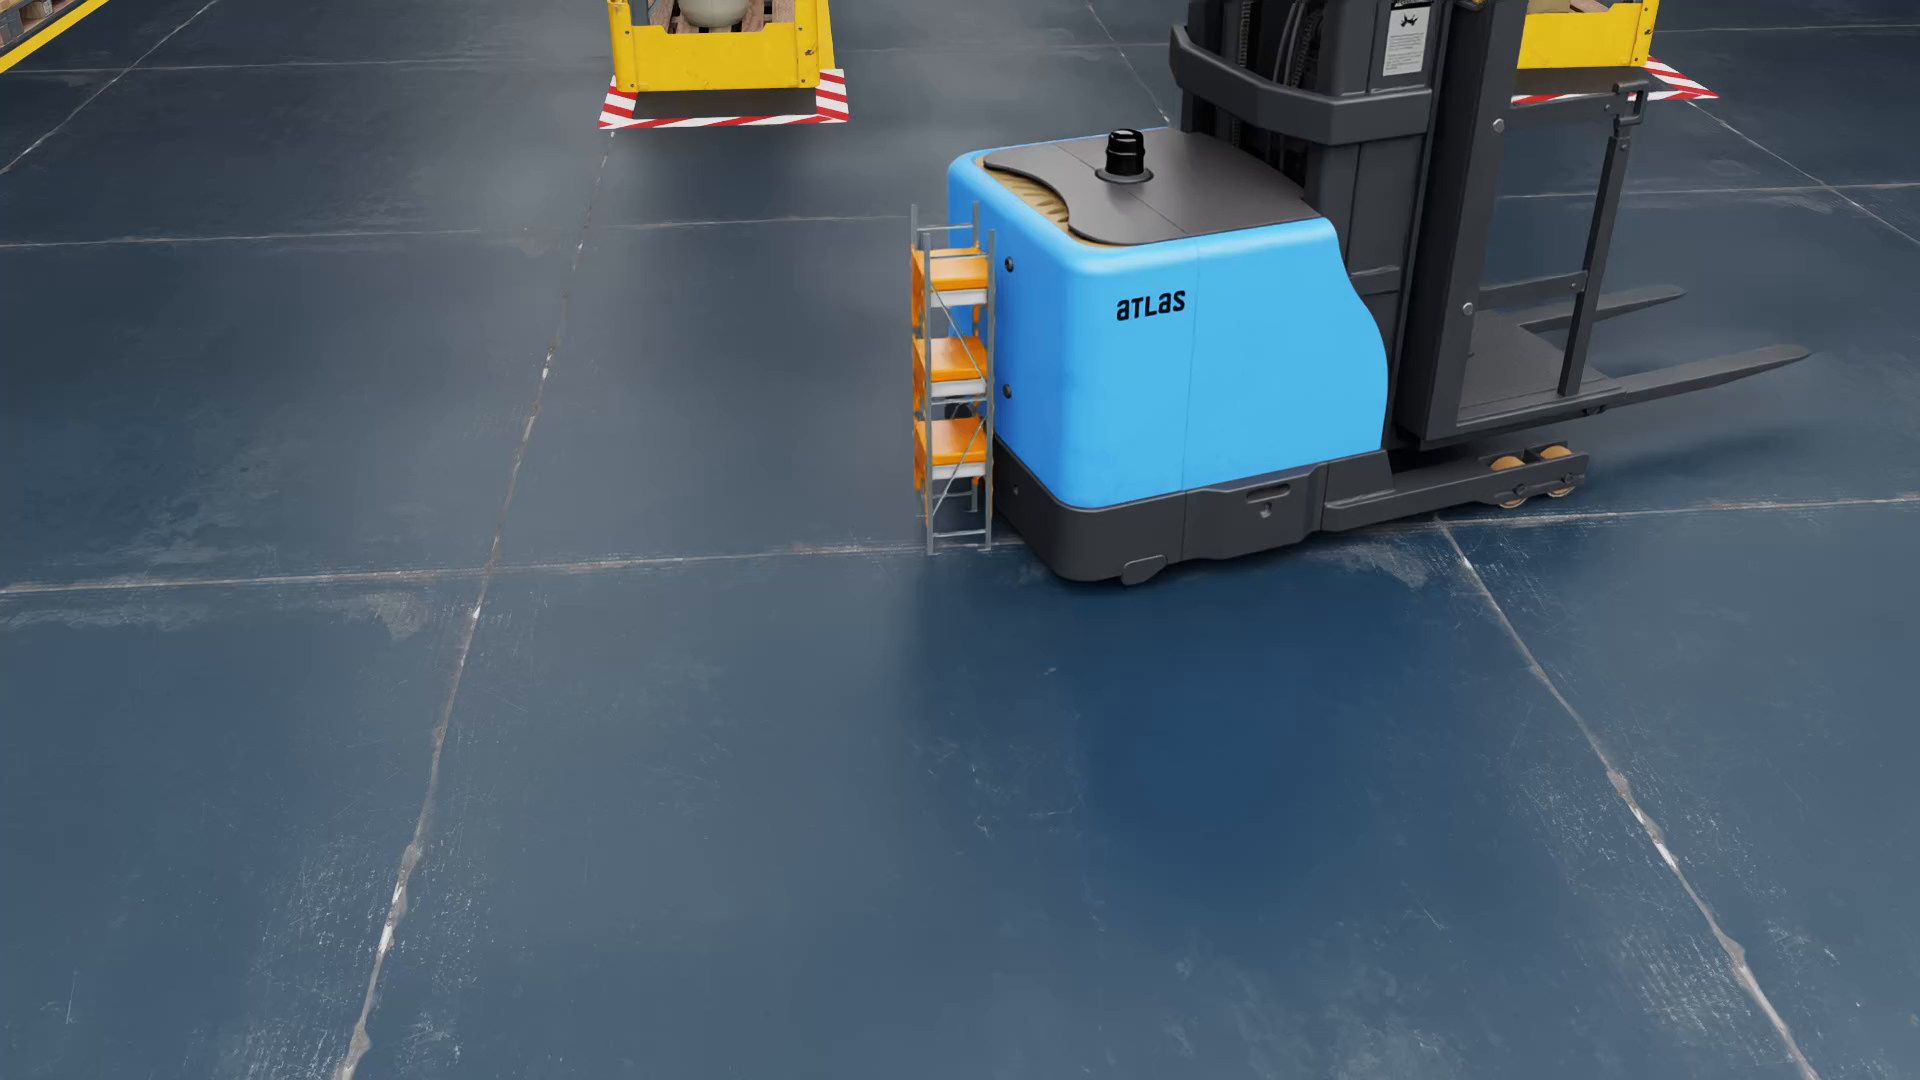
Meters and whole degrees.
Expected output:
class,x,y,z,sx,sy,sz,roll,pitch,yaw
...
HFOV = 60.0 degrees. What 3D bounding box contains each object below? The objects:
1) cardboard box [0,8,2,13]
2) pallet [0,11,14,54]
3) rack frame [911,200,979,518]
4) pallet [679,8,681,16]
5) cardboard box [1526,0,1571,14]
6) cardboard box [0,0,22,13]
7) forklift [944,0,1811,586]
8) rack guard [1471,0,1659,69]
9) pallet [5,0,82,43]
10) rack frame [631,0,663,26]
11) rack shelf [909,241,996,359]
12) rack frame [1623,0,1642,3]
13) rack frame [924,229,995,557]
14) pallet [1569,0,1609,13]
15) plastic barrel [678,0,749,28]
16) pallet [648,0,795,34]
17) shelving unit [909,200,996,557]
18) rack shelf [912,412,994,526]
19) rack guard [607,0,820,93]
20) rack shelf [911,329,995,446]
class,x,y,z,sx,sy,sz,roll,pitch,yaw
cardboard box,-6.167,-3.239,10.019,0.500,0.250,0.500,-3,31,-5
pallet,-6.401,-2.891,9.884,1.003,0.211,1.213,-3,31,-5
rack frame,-0.044,-0.533,5.118,0.200,1.050,0.008,-5,31,-8
pallet,-1.591,-3.811,11.424,1.003,0.211,1.213,-3,31,-5
cardboard box,3.534,-3.599,10.378,0.500,0.500,0.500,3,31,5
cardboard box,-6.213,-3.494,10.446,0.500,0.250,0.500,-3,31,-5
forklift,1.516,-1.600,5.070,3.031,2.935,1.130,-12,33,-19
rack guard,3.569,-3.138,10.016,1.175,0.500,0.348,-3,31,-5
pallet,-6.512,-3.512,10.924,1.003,0.211,1.213,-3,31,-5
rack frame,-1.356,-3.935,8.912,1.000,3.000,0.127,-3,31,-5
rack shelf,-0.023,-0.705,4.875,0.215,0.259,0.240,-5,31,-8
rack frame,3.576,-4.172,9.310,1.000,3.000,0.127,-3,31,-5
rack frame,-0.003,-0.409,4.911,0.200,1.050,0.008,-5,31,-8
pallet,3.528,-3.430,10.787,1.003,0.211,1.213,-3,31,-5
plastic barrel,-1.493,-3.379,9.999,0.421,0.512,0.421,0,31,0
pallet,-1.480,-3.189,10.383,1.003,0.211,1.213,-3,31,-5
shelving unit,-0.023,-0.471,5.015,0.215,1.050,0.252,-5,31,-8
rack shelf,-0.023,-0.223,5.162,0.215,0.259,0.240,-5,31,-8
rack guard,-1.410,-2.898,9.614,1.175,0.500,0.348,-3,31,-5
rack shelf,-0.023,-0.462,5.020,0.215,0.259,0.240,-5,31,-8
